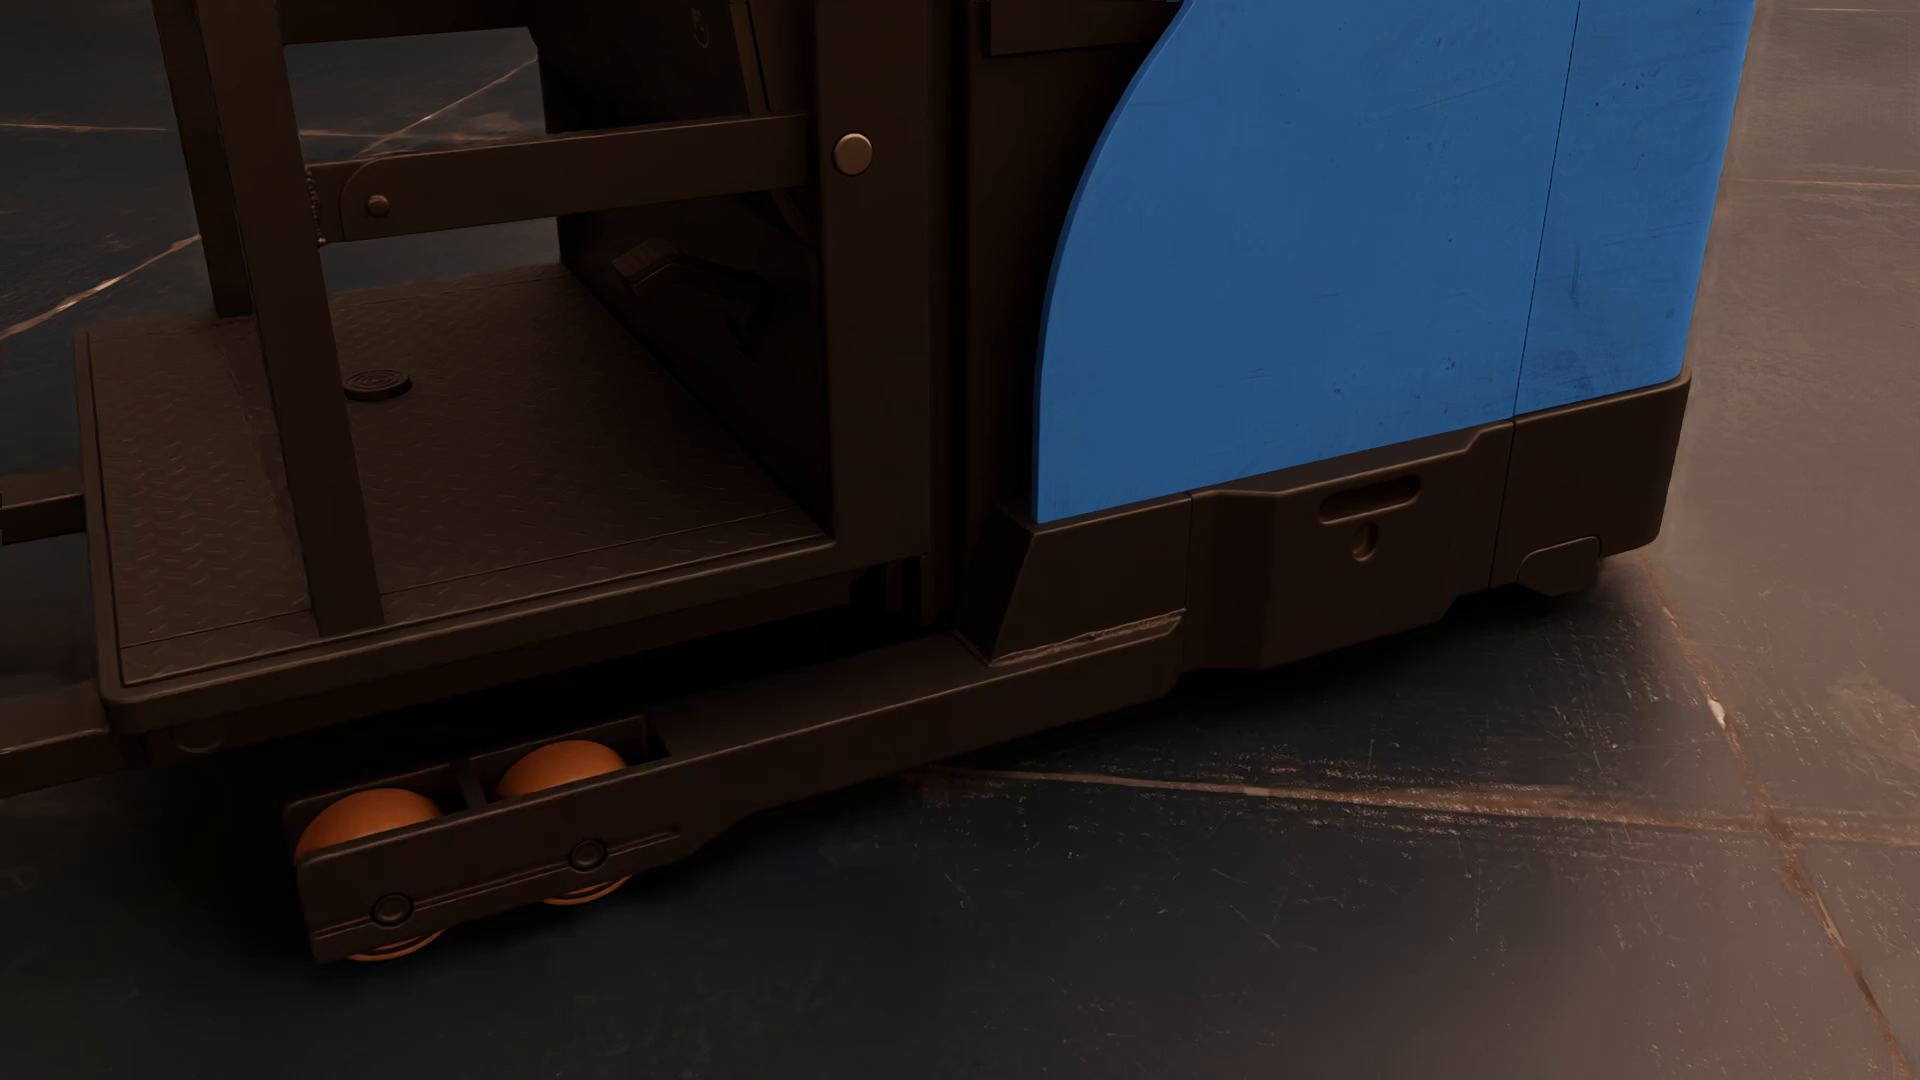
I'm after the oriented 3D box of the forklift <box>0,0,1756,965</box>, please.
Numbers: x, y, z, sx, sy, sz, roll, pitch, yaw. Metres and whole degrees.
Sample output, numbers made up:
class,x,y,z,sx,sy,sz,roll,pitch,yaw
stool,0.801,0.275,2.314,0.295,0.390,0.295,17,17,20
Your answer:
class,x,y,z,sx,sy,sz,roll,pitch,yaw
forklift,-0.550,-1.162,1.546,3.031,2.935,1.130,-13,29,-24
